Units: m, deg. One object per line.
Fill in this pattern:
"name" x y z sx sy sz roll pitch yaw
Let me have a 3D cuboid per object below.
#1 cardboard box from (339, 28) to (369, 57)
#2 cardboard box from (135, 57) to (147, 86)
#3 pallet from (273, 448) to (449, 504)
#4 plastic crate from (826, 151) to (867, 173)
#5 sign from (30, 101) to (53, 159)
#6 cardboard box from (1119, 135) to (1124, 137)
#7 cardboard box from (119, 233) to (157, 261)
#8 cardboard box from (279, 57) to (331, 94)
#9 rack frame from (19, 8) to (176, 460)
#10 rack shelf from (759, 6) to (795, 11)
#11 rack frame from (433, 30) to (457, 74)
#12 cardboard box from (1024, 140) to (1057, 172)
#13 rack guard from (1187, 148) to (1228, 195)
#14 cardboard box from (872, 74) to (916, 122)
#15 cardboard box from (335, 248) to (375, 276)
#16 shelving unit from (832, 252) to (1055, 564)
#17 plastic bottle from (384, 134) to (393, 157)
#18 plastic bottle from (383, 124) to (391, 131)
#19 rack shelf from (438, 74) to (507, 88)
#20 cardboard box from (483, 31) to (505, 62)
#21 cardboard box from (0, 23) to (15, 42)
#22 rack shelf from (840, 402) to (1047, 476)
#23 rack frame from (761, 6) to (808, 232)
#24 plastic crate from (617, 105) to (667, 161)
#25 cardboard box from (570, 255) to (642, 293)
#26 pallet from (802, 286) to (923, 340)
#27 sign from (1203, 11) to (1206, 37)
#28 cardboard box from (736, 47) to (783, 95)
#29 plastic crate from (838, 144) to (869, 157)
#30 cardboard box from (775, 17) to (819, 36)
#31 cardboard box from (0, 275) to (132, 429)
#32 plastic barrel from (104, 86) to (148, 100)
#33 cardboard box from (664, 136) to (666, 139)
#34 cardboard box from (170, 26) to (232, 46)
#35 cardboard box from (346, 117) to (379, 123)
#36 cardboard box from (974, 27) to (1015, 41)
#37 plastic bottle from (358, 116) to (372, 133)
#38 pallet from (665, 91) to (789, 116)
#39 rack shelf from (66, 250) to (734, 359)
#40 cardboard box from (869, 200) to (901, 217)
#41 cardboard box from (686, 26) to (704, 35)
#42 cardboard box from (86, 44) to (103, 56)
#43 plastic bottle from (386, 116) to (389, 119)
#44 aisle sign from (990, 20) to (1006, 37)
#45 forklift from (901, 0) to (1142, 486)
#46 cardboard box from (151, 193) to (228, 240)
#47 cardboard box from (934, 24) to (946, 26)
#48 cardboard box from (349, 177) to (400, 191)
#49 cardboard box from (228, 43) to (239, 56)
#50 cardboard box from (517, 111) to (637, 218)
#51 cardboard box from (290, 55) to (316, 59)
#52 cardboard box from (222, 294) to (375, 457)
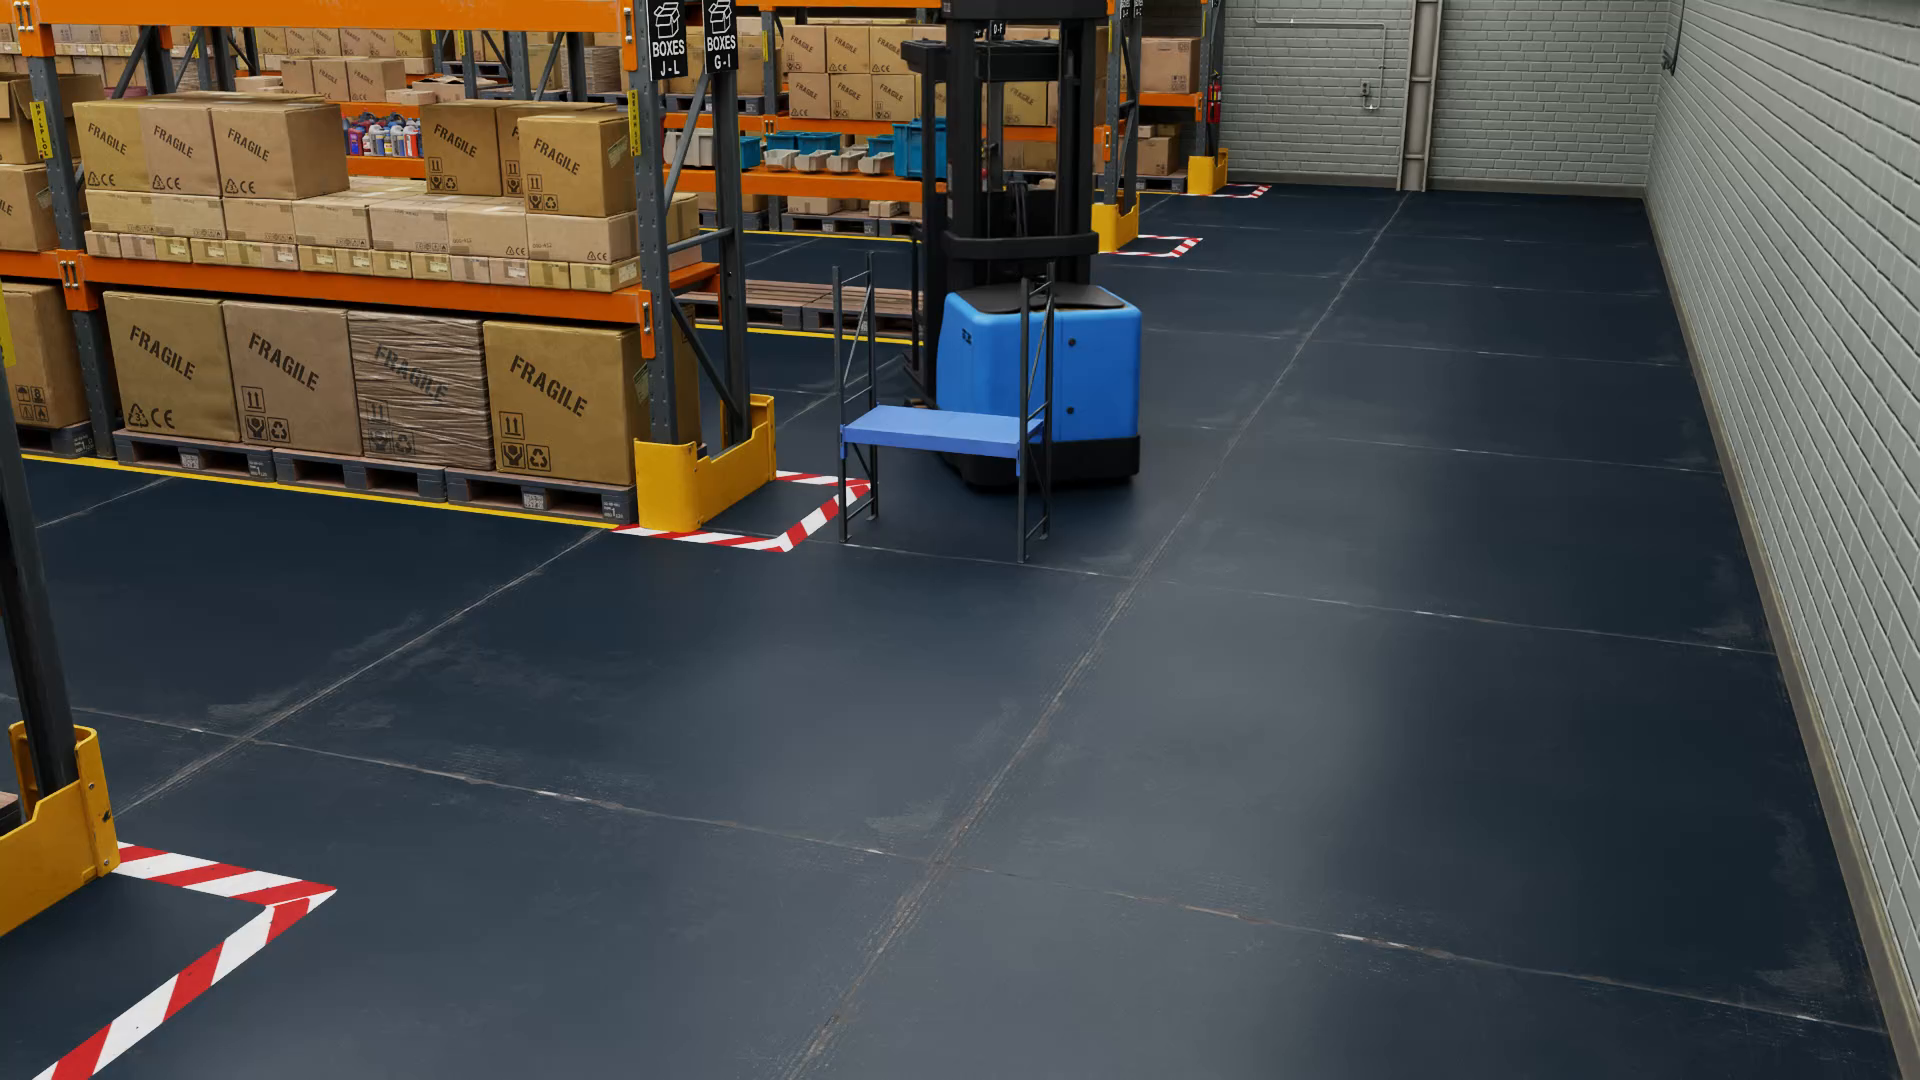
"cardboard box" -9.433 -7.925 26.313 0.500 0.500 0.500 6 20 16
"cardboard box" -10.483 -6.175 22.083 0.500 0.500 0.700 6 20 17
"pallet" -3.410 -0.529 10.273 1.213 0.211 1.003 7 20 18
"plastic crate" -0.954 -3.163 13.901 0.243 0.136 0.396 7 20 18
"sign" -5.428 -2.423 9.831 0.005 0.325 0.100 7 20 18
"cardboard box" 2.279 -5.625 22.830 0.250 0.149 0.380 7 20 20
"cardboard box" -4.841 -1.801 10.067 0.250 0.149 0.380 6 20 16
"cardboard box" -8.344 -5.929 21.377 0.500 0.500 0.500 8 21 22
"rack frame" -5.259 -2.083 10.495 0.127 3.000 1.000 7 20 18
"rack shelf" -3.894 -6.456 19.575 4.000 0.370 1.077 7 20 18
"rack frame" -7.939 -7.568 26.229 0.127 3.000 1.000 7 20 18
"cardboard box" 1.248 -5.497 23.450 0.500 0.500 0.700 7 20 19
"rack guard" 3.419 -5.089 22.915 0.348 0.500 1.175 7 20 18
"cardboard box" -0.656 -4.961 18.600 0.500 0.500 0.500 6 20 18
"cardboard box" -3.369 -1.634 9.588 0.250 0.149 0.380 7 20 19
"shelving unit" -0.081 -0.717 8.856 1.048 1.500 0.538 7 20 18
"plastic bottle" -5.179 -3.584 15.103 0.097 0.201 0.097 0 19 0
"plastic bottle" -5.256 -3.679 15.268 0.097 0.271 0.097 0 19 0
"rack shelf" -6.050 -7.012 25.728 4.000 0.370 1.077 7 20 18
"cardboard box" -6.944 -7.694 25.773 0.500 0.500 0.700 9 21 24
"cardboard box" -12.853 -7.059 22.647 0.500 0.500 0.700 7 20 18
"rack shelf" -0.081 -0.548 8.915 1.000 0.185 0.538 7 20 18
"rack frame" -2.005 -5.163 19.331 0.127 3.000 1.000 7 20 18
"plastic crate" -2.873 -3.507 14.393 0.583 0.464 0.402 7 20 18
"cardboard box" -1.925 -1.469 9.114 0.250 0.149 0.380 7 20 19
"pallet" -0.622 -1.976 14.423 1.213 0.211 1.003 7 20 18
"sign" 3.205 -6.763 21.802 0.005 0.325 0.100 7 20 18
"cardboard box" -2.379 -5.529 19.591 0.500 0.500 0.700 0 19 0
"plastic crate" -0.897 -3.358 14.461 0.298 0.136 0.250 7 20 18
"cardboard box" -2.351 -7.394 23.957 0.500 0.250 0.500 6 20 17
"cardboard box" -5.870 -1.341 10.957 0.875 0.875 1.225 7 20 18
"plastic barrel" -7.950 -4.075 16.004 0.708 0.536 0.600 7 20 18
"cardboard box" -3.326 -4.780 20.223 0.500 0.250 0.500 7 20 18
"cardboard box" -9.983 -6.733 21.711 0.500 0.500 0.700 7 20 18
"cardboard box" -9.879 -6.768 27.065 0.500 0.500 0.700 5 20 15
"cardboard box" 0.294 -5.322 18.115 0.500 0.500 0.500 7 20 20
"plastic bottle" -5.683 -3.901 15.887 0.133 0.283 0.061 7 20 18
"pallet" -2.724 -5.193 19.707 1.213 0.211 1.003 7 20 18
"rack shelf" -3.370 -1.527 9.994 4.000 0.370 1.077 7 20 18
"cardboard box" -0.859 -3.830 19.142 0.250 0.166 0.380 7 20 18
"cardboard box" -3.790 -7.555 24.418 0.500 0.250 0.500 7 20 19
"cardboard box" -11.340 -6.509 22.054 0.250 0.149 0.380 7 20 20
"plastic bottle" -5.510 -3.931 15.975 0.133 0.283 0.061 7 20 18
"aisle sign" 0.310 -4.503 13.489 0.004 0.787 0.394 7 20 18
"forklift" 0.242 -2.149 10.789 1.130 2.935 3.031 -4 20 -13
"cardboard box" -4.433 -1.965 9.933 0.500 0.250 0.500 6 20 18
"cardboard box" -0.006 -5.544 18.754 0.500 0.500 0.500 6 20 18
"cardboard box" -3.784 -2.077 10.252 0.500 0.250 0.500 7 20 19
"cardboard box" -9.752 -6.470 21.942 0.250 0.149 0.380 6 20 18
"cardboard box" -2.027 -2.046 9.025 0.500 0.500 0.500 7 20 19
"cardboard box" -10.387 -7.678 26.744 0.500 0.250 0.500 6 20 17
"cardboard box" -3.812 -1.085 10.221 0.875 0.875 0.875 7 20 18
